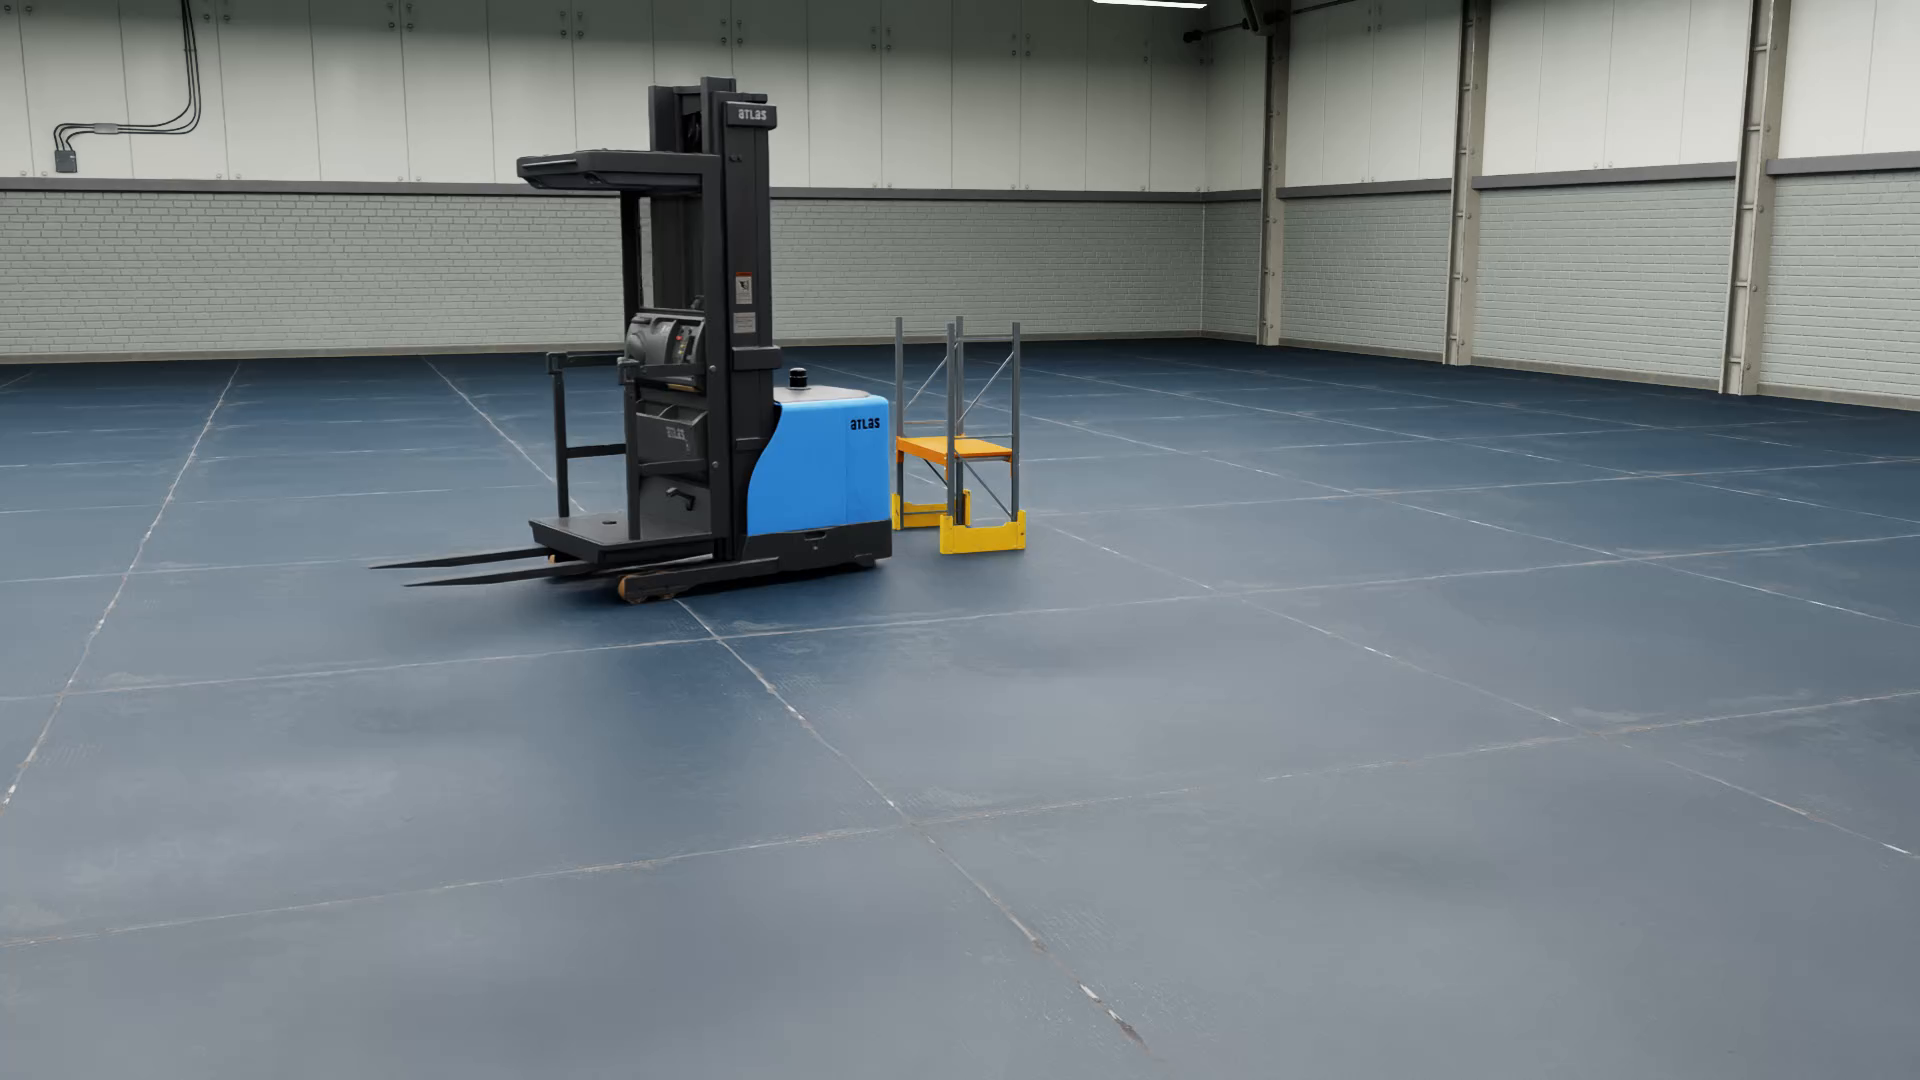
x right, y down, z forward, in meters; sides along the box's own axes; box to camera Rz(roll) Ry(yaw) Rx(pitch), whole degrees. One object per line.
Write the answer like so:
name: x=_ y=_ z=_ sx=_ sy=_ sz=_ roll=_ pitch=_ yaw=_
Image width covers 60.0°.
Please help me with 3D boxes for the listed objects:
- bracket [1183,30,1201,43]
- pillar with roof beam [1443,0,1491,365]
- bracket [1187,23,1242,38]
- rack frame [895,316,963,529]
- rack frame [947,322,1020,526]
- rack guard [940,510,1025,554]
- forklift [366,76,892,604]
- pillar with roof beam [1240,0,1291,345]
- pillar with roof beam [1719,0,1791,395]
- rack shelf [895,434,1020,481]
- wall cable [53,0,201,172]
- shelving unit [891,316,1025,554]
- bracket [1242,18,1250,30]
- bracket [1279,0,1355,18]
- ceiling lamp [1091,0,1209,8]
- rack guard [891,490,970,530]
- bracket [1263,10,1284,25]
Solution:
bracket: x=4.889 y=-10.582 z=34.936 sx=0.235 sy=0.232 sz=0.430 roll=-4 pitch=11 yaw=-21
pillar with roof beam: x=4.391 y=-7.125 z=25.781 sx=9.100 sy=9.000 sz=0.400 roll=-4 pitch=11 yaw=-21
bracket: x=5.103 y=-10.485 z=34.394 sx=0.076 sy=0.066 sz=3.189 roll=-4 pitch=11 yaw=-21
rack frame: x=-0.215 y=-0.835 z=11.834 sx=0.500 sy=1.500 sz=0.032 roll=-4 pitch=11 yaw=-21
rack frame: x=0.153 y=-0.669 z=10.901 sx=0.500 sy=1.500 sz=0.032 roll=-4 pitch=11 yaw=-21
rack guard: x=0.153 y=-0.054 z=11.011 sx=0.587 sy=0.250 sz=0.087 roll=-4 pitch=11 yaw=-21
forklift: x=-1.914 y=-1.188 z=9.729 sx=3.031 sy=2.935 sz=1.130 roll=-7 pitch=12 yaw=-36
pillar with roof beam: x=2.216 y=-8.104 z=31.286 sx=9.100 sy=9.000 sz=0.548 roll=-4 pitch=11 yaw=-21
pillar with roof beam: x=6.565 y=-6.146 z=20.275 sx=9.100 sy=9.000 sz=0.400 roll=-4 pitch=11 yaw=-21
rack shelf: x=-0.031 y=-0.575 z=11.399 sx=0.538 sy=0.185 sz=1.000 roll=-4 pitch=11 yaw=-21
wall cable: x=-14.111 y=-9.218 z=27.834 sx=2.305 sy=6.003 sz=0.169 roll=-4 pitch=11 yaw=-21
shelving unit: x=-0.028 y=-0.751 z=11.359 sx=0.587 sy=1.500 sz=1.083 roll=-4 pitch=11 yaw=-21
bracket: x=5.748 y=-10.195 z=32.761 sx=0.235 sy=0.232 sz=0.430 roll=-4 pitch=11 yaw=-21
bracket: x=6.982 y=-9.639 z=29.635 sx=0.076 sy=0.066 sz=4.783 roll=-4 pitch=11 yaw=-21
ceiling lamp: x=3.006 y=-10.306 z=26.996 sx=2.000 sy=3.185 sz=0.800 roll=-4 pitch=11 yaw=-21
rack guard: x=-0.208 y=-0.217 z=11.925 sx=0.587 sy=0.250 sz=0.087 roll=-4 pitch=11 yaw=-21
bracket: x=6.048 y=-10.060 z=32.000 sx=0.235 sy=0.232 sz=0.430 roll=-4 pitch=11 yaw=-21
